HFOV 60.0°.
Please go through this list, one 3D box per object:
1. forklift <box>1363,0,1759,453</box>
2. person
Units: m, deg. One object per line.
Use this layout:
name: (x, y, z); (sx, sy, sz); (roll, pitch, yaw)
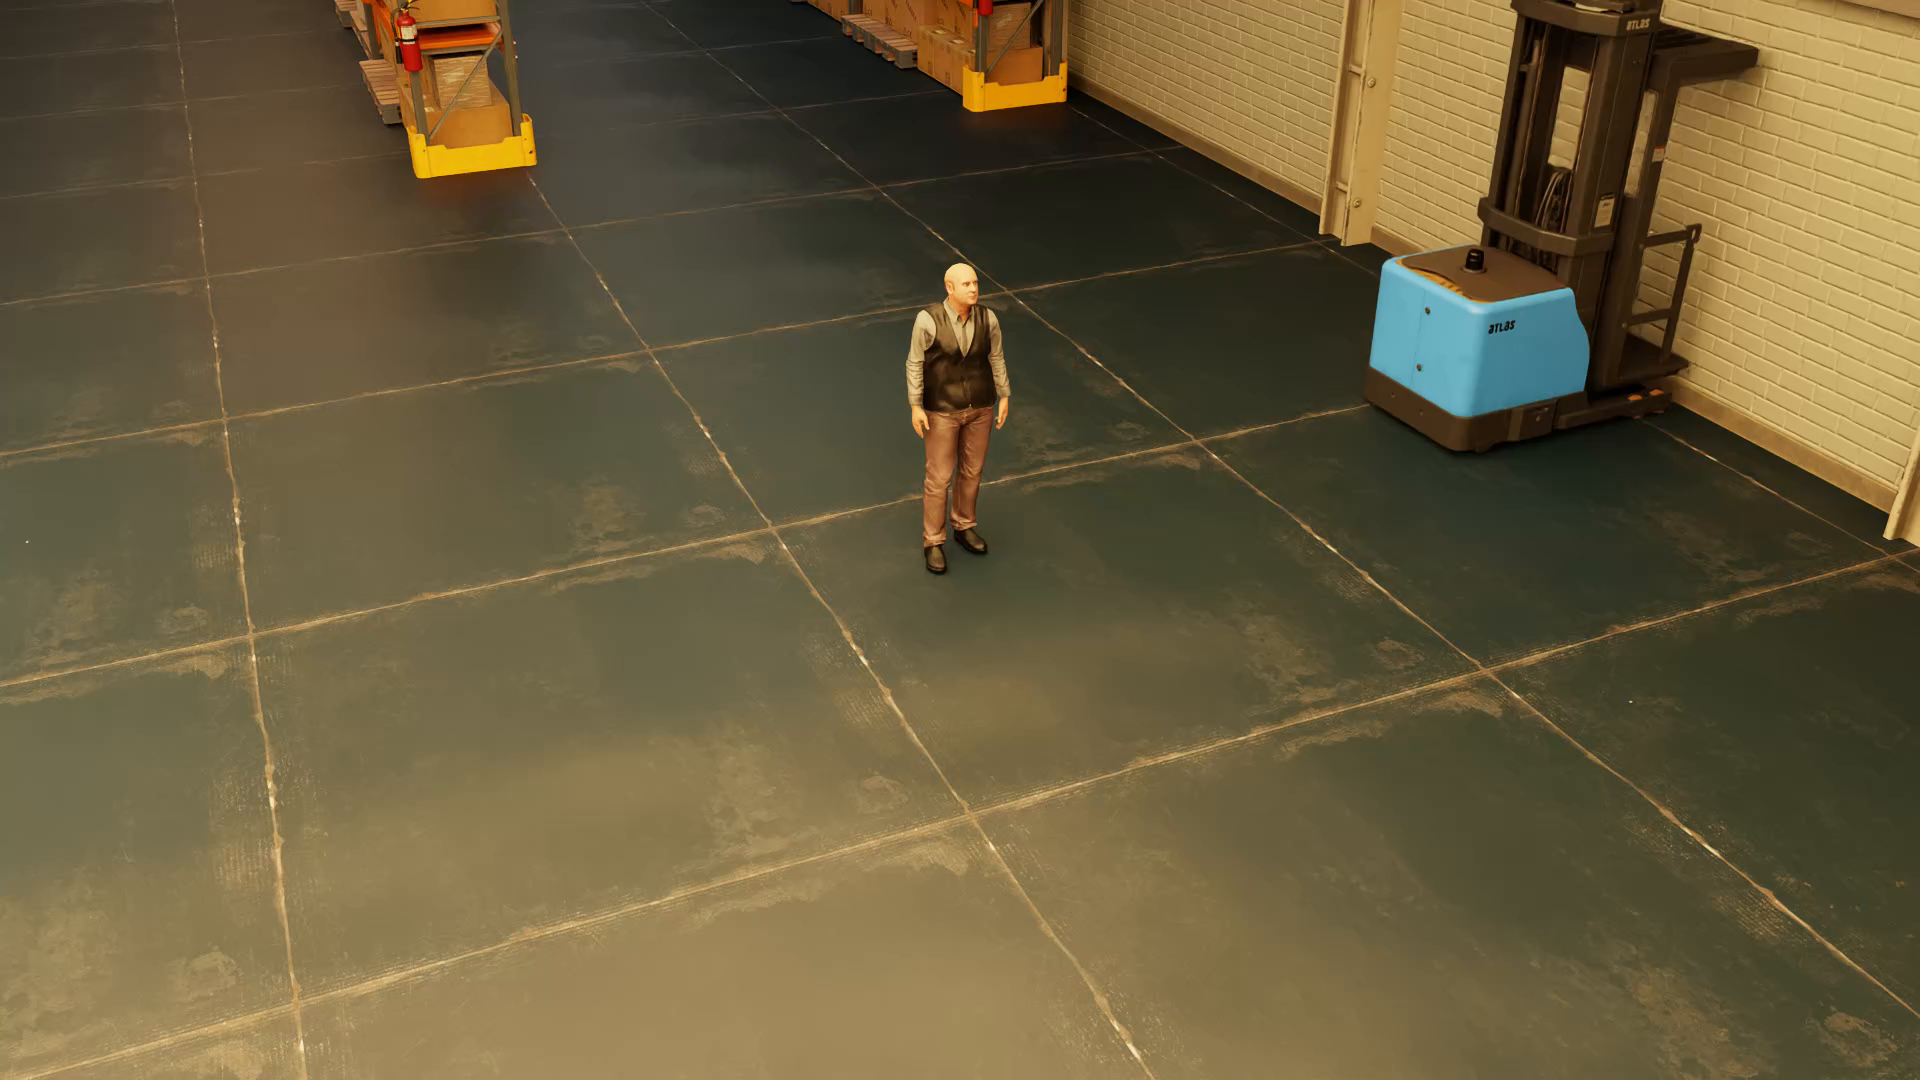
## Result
forklift: (4.395, -2.335, 11.203); (3.031, 2.935, 1.130); (-13, 32, -22)
person: (0.019, -0.724, 9.589); (0.633, 1.722, 0.566); (-12, 32, -20)
